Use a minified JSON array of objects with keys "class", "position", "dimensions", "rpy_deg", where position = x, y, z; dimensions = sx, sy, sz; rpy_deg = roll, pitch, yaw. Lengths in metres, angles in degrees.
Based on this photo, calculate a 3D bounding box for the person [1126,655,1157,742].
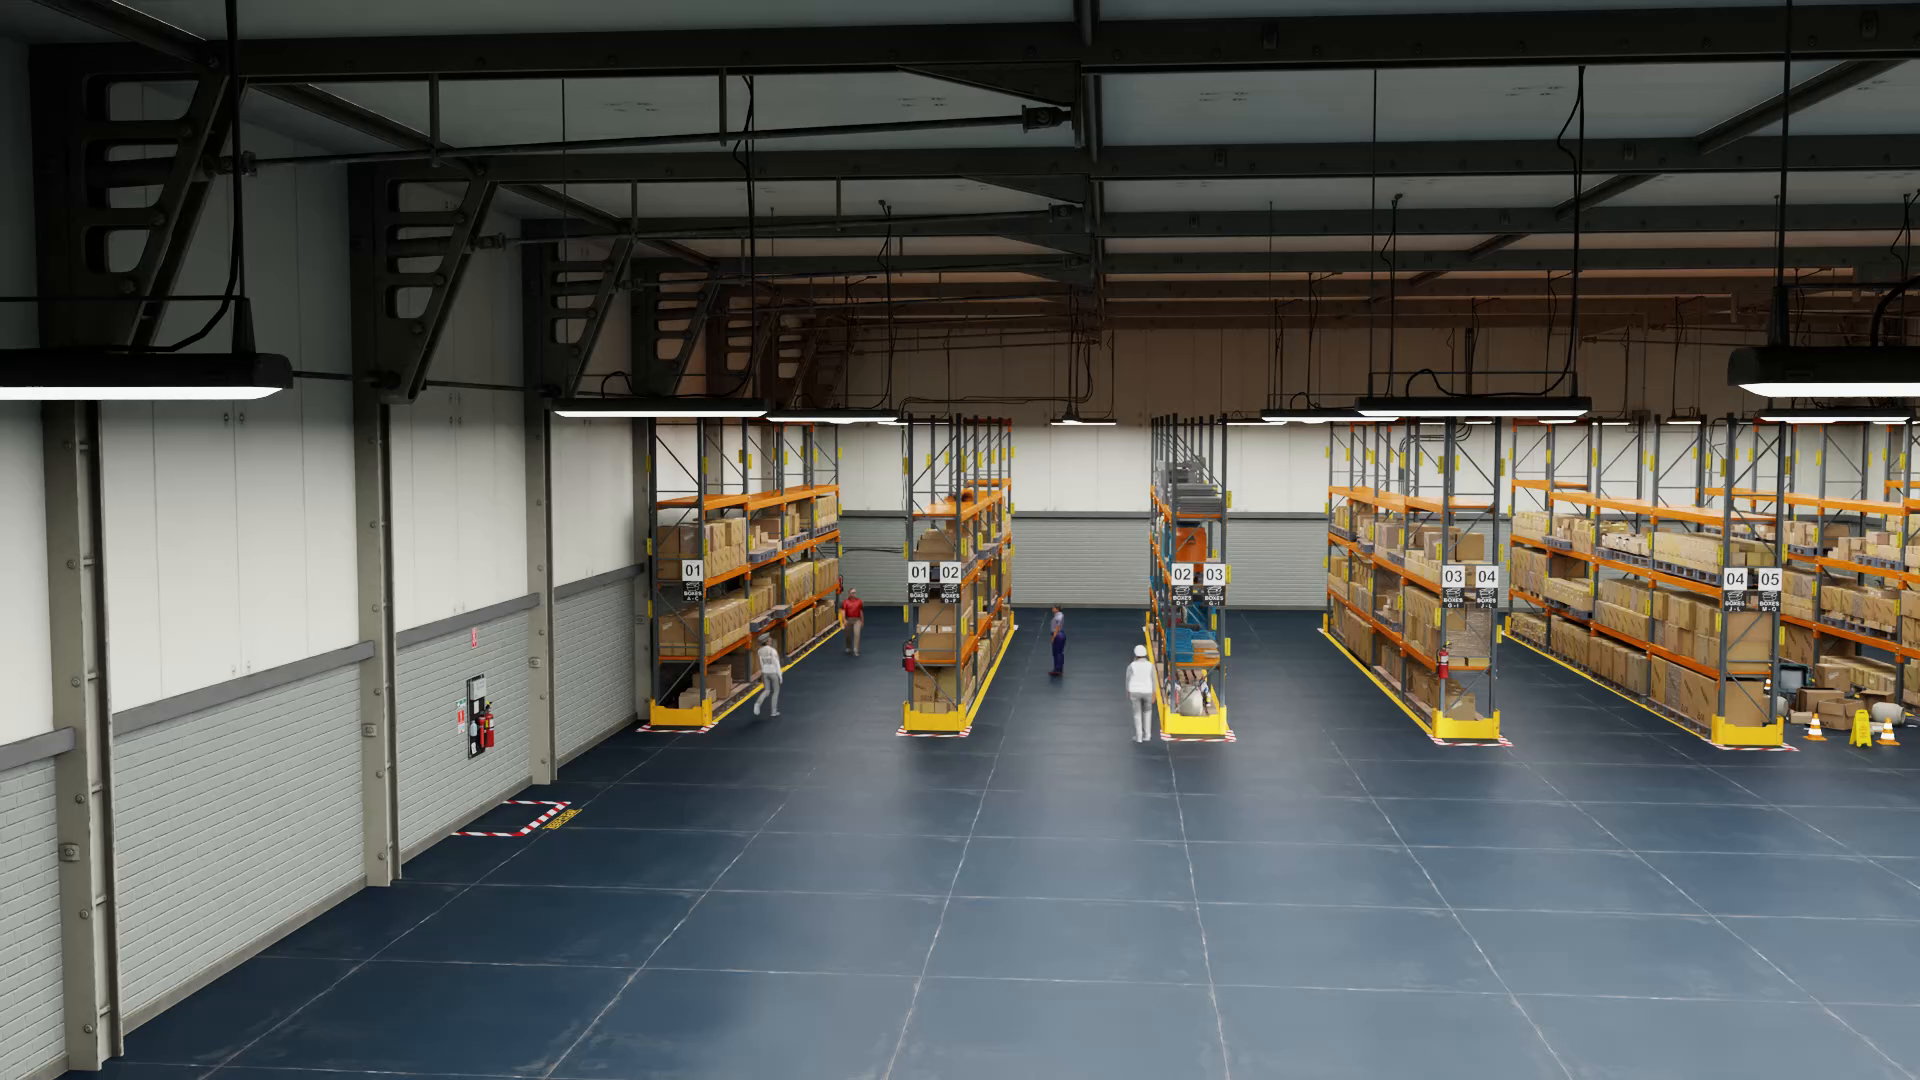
[{"class":"person","position":[3.307,2.836,30.320],"dimensions":[0.560,1.769,0.515],"rpy_deg":[0,4,2]}]

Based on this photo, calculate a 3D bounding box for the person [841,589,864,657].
[{"class":"person","position":[-2.705,2.065,41.830],"dimensions":[0.554,1.670,1.033],"rpy_deg":[0,4,-2]}]

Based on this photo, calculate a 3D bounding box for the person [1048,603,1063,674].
[{"class":"person","position":[2.223,2.302,38.629],"dimensions":[0.327,1.646,0.485],"rpy_deg":[1,4,10]}]

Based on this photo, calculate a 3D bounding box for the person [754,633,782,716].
[{"class":"person","position":[-3.747,2.665,32.852],"dimensions":[0.499,1.667,0.597],"rpy_deg":[2,5,32]}]
